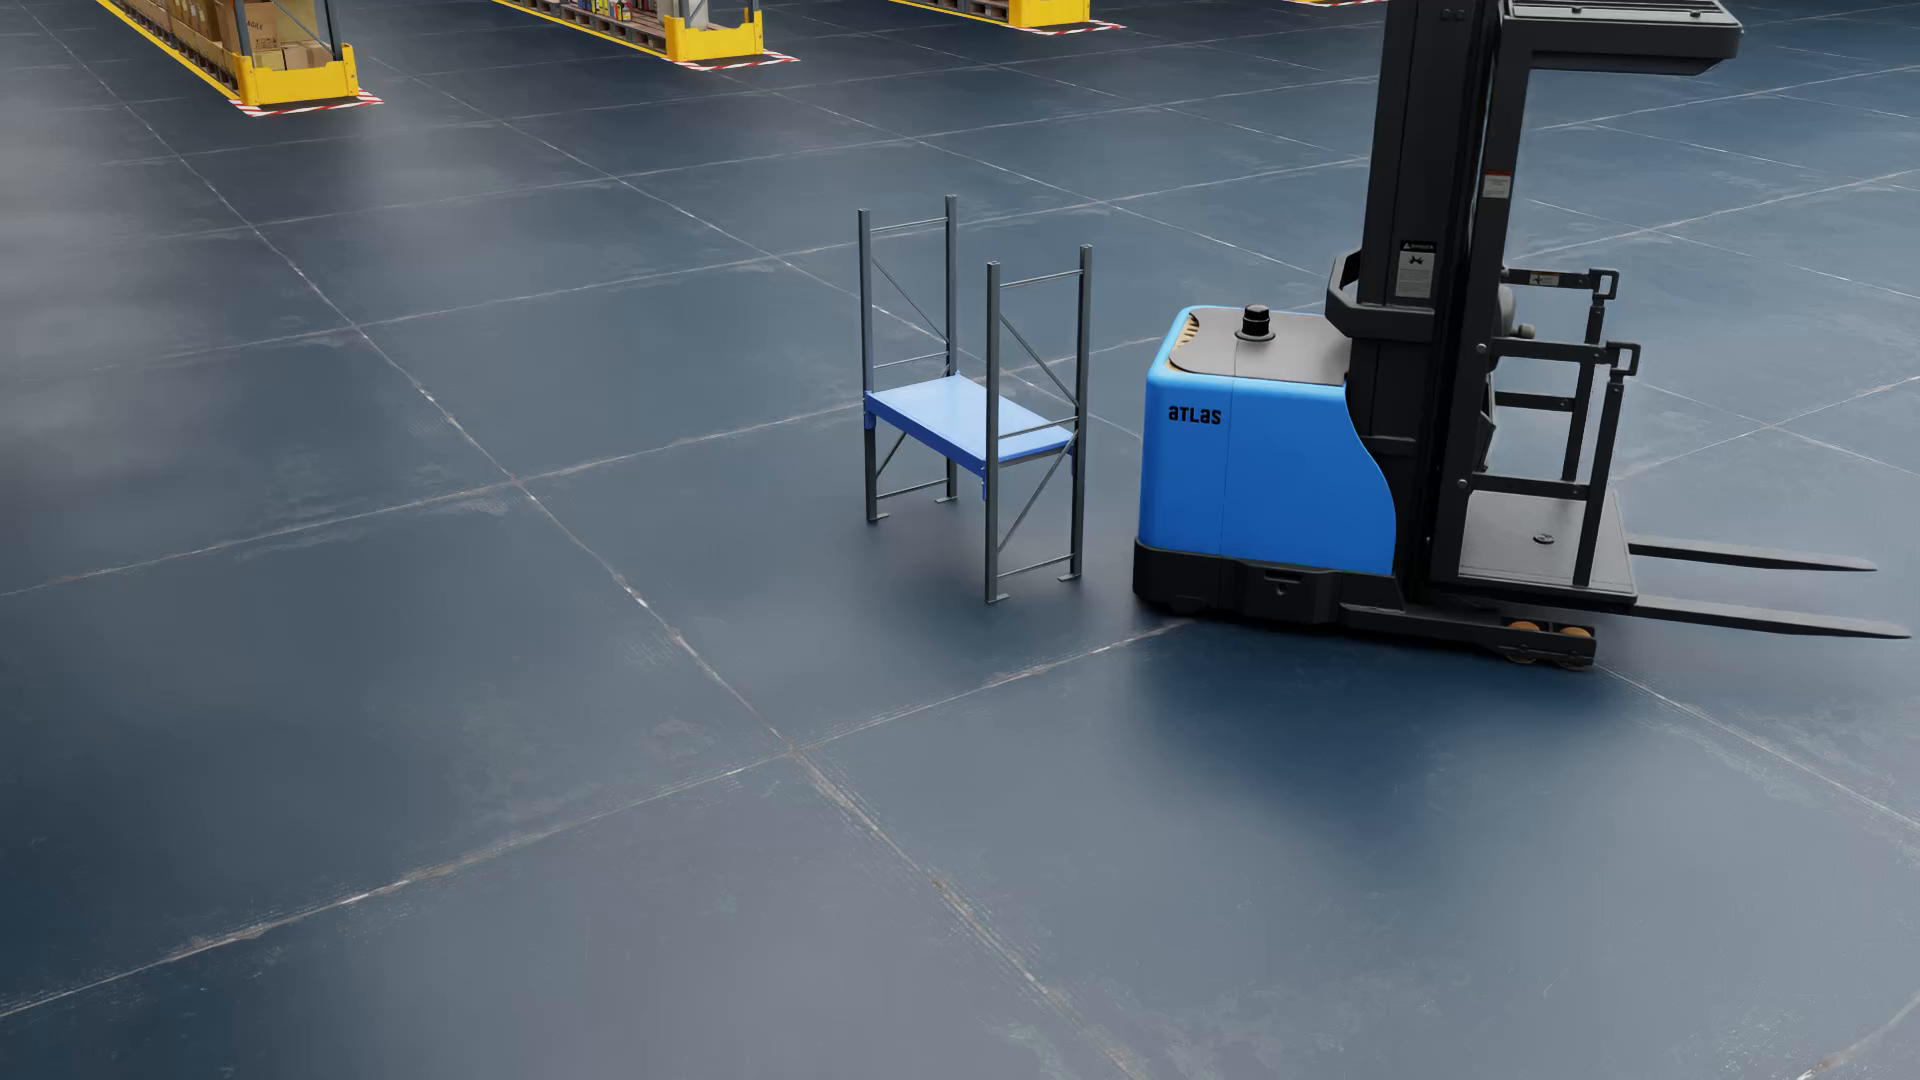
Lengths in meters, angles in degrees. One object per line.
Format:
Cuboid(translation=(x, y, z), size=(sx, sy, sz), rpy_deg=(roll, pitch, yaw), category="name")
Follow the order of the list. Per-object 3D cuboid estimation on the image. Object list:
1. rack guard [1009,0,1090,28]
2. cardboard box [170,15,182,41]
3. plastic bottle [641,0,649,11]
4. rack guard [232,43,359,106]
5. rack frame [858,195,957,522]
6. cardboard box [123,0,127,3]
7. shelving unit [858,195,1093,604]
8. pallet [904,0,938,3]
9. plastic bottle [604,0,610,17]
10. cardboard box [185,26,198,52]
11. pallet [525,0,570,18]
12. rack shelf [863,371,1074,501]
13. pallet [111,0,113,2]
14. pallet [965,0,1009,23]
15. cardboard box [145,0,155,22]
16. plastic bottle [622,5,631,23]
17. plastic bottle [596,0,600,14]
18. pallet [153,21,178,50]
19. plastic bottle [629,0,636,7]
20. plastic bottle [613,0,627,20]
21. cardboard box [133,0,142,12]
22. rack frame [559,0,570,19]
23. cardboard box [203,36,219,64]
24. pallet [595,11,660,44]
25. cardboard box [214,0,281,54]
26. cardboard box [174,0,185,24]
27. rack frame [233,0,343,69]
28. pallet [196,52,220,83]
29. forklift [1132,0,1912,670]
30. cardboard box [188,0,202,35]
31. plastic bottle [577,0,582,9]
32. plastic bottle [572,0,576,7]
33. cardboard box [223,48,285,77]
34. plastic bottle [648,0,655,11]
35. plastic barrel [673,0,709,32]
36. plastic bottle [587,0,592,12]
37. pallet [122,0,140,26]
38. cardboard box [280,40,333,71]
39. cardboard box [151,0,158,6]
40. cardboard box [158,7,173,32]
Cuboid(translation=(1.218, -7.282, 22.591), size=(1.175, 0.500, 0.348), rpy_deg=(-16, 29, -30), category="rack guard")
Cuboid(translation=(-9.227, -6.219, 20.139), size=(0.500, 0.250, 0.500), rpy_deg=(-16, 29, -30), category="cardboard box")
Cuboid(translation=(-4.204, -7.201, 22.157), size=(0.061, 0.283, 0.133), rpy_deg=(-16, 29, -30), category="plastic bottle")
Cuboid(translation=(-7.030, -4.939, 17.627), size=(1.175, 0.500, 0.348), rpy_deg=(-16, 29, -30), category="rack guard")
Cuboid(translation=(-0.231, -0.830, 7.750), size=(0.500, 1.500, 0.032), rpy_deg=(-16, 29, -30), category="rack frame")
Cuboid(translation=(-11.370, -7.630, 23.129), size=(0.500, 0.250, 0.500), rpy_deg=(-16, 29, -30), category="cardboard box")
Cuboid(translation=(0.047, -0.648, 7.365), size=(0.538, 1.500, 1.048), rpy_deg=(-16, 29, -30), category="shelving unit")
Cuboid(translation=(-0.528, -8.323, 25.134), size=(1.003, 0.211, 1.213), rpy_deg=(-16, 29, -30), category="pallet")
Cuboid(translation=(-4.545, -6.992, 21.634), size=(0.144, 0.351, 0.185), rpy_deg=(-14, 29, -27), category="plastic bottle")
Cuboid(translation=(-8.690, -5.859, 19.376), size=(0.500, 0.250, 0.500), rpy_deg=(-16, 29, -30), category="cardboard box")
Cuboid(translation=(-5.535, -7.673, 23.756), size=(1.003, 0.211, 1.213), rpy_deg=(-16, 29, -30), category="pallet")
Cuboid(translation=(0.047, -0.485, 7.442), size=(0.538, 0.185, 1.000), rpy_deg=(-16, 29, -30), category="rack shelf")
Cuboid(translation=(-12.448, -8.390, 25.276), size=(1.003, 0.211, 1.213), rpy_deg=(-16, 29, -30), category="pallet")
Cuboid(translation=(0.804, -7.450, 23.285), size=(1.003, 0.211, 1.213), rpy_deg=(-16, 29, -30), category="pallet")
Cuboid(translation=(-10.250, -6.900, 21.582), size=(0.500, 0.250, 0.500), rpy_deg=(-15, 29, -28), category="cardboard box")
Cuboid(translation=(-4.261, -6.719, 21.233), size=(0.097, 0.201, 0.097), rpy_deg=(0, 25, 0), category="plastic bottle")
Cuboid(translation=(-4.743, -7.036, 21.903), size=(0.097, 0.201, 0.097), rpy_deg=(0, 25, 0), category="plastic bottle")
Cuboid(translation=(-9.661, -6.502, 21.277), size=(1.003, 0.211, 1.213), rpy_deg=(-16, 29, -30), category="pallet")
Cuboid(translation=(-4.487, -7.354, 22.489), size=(0.152, 0.276, 0.135), rpy_deg=(-16, 29, -30), category="plastic bottle")
Cuboid(translation=(-4.375, -6.850, 21.421), size=(0.152, 0.276, 0.135), rpy_deg=(-15, 29, -29), category="plastic bottle")
Cuboid(translation=(-10.806, -7.266, 22.357), size=(0.500, 0.250, 0.500), rpy_deg=(-16, 30, -31), category="cardboard box")
Cuboid(translation=(-5.074, -8.662, 22.585), size=(1.000, 3.000, 0.127), rpy_deg=(-16, 29, -30), category="rack frame")
Cuboid(translation=(-8.141, -5.502, 18.620), size=(0.500, 0.250, 0.500), rpy_deg=(-16, 29, -30), category="cardboard box")
Cuboid(translation=(-4.072, -6.714, 21.726), size=(1.003, 0.211, 1.213), rpy_deg=(-16, 29, -30), category="pallet")
Cuboid(translation=(-7.585, -5.486, 17.708), size=(0.500, 0.500, 0.500), rpy_deg=(-16, 29, -30), category="cardboard box")
Cuboid(translation=(-8.956, -6.379, 19.599), size=(0.500, 0.500, 0.500), rpy_deg=(-16, 29, -30), category="cardboard box")
Cuboid(translation=(-7.043, -6.078, 17.112), size=(1.000, 3.000, 0.127), rpy_deg=(-16, 29, -30), category="rack frame")
Cuboid(translation=(-8.157, -5.517, 19.189), size=(1.003, 0.211, 1.213), rpy_deg=(-16, 29, -30), category="pallet")
Cuboid(translation=(2.314, -1.059, 6.560), size=(3.031, 2.935, 1.130), rpy_deg=(7, 26, 14), category="forklift")
Cuboid(translation=(-8.415, -6.020, 18.838), size=(0.500, 0.500, 0.500), rpy_deg=(-16, 29, -30), category="cardboard box")
Cuboid(translation=(-5.068, -7.304, 22.383), size=(0.152, 0.276, 0.135), rpy_deg=(-14, 29, -28), category="plastic bottle")
Cuboid(translation=(-5.212, -7.343, 22.554), size=(0.097, 0.201, 0.097), rpy_deg=(0, 25, 0), category="plastic bottle")
Cuboid(translation=(-7.583, -5.148, 17.870), size=(0.500, 0.250, 0.500), rpy_deg=(-16, 29, -30), category="cardboard box")
Cuboid(translation=(-4.115, -7.223, 22.212), size=(0.152, 0.276, 0.135), rpy_deg=(-15, 29, -29), category="plastic bottle")
Cuboid(translation=(-3.314, -6.514, 20.457), size=(0.421, 0.512, 0.421), rpy_deg=(0, 25, 0), category="plastic barrel")
Cuboid(translation=(-4.878, -7.210, 22.097), size=(0.144, 0.351, 0.185), rpy_deg=(-17, 30, -32), category="plastic bottle")
Cuboid(translation=(-10.993, -7.375, 23.125), size=(1.003, 0.211, 1.213), rpy_deg=(-16, 29, -30), category="pallet")
Cuboid(translation=(-7.149, -5.268, 18.125), size=(0.500, 0.250, 0.500), rpy_deg=(-16, 29, -30), category="cardboard box")
Cuboid(translation=(-9.977, -6.972, 21.077), size=(0.500, 0.311, 0.500), rpy_deg=(-15, 29, -28), category="cardboard box")
Cuboid(translation=(-9.696, -6.536, 20.811), size=(0.500, 0.250, 0.500), rpy_deg=(-16, 30, -30), category="cardboard box")
